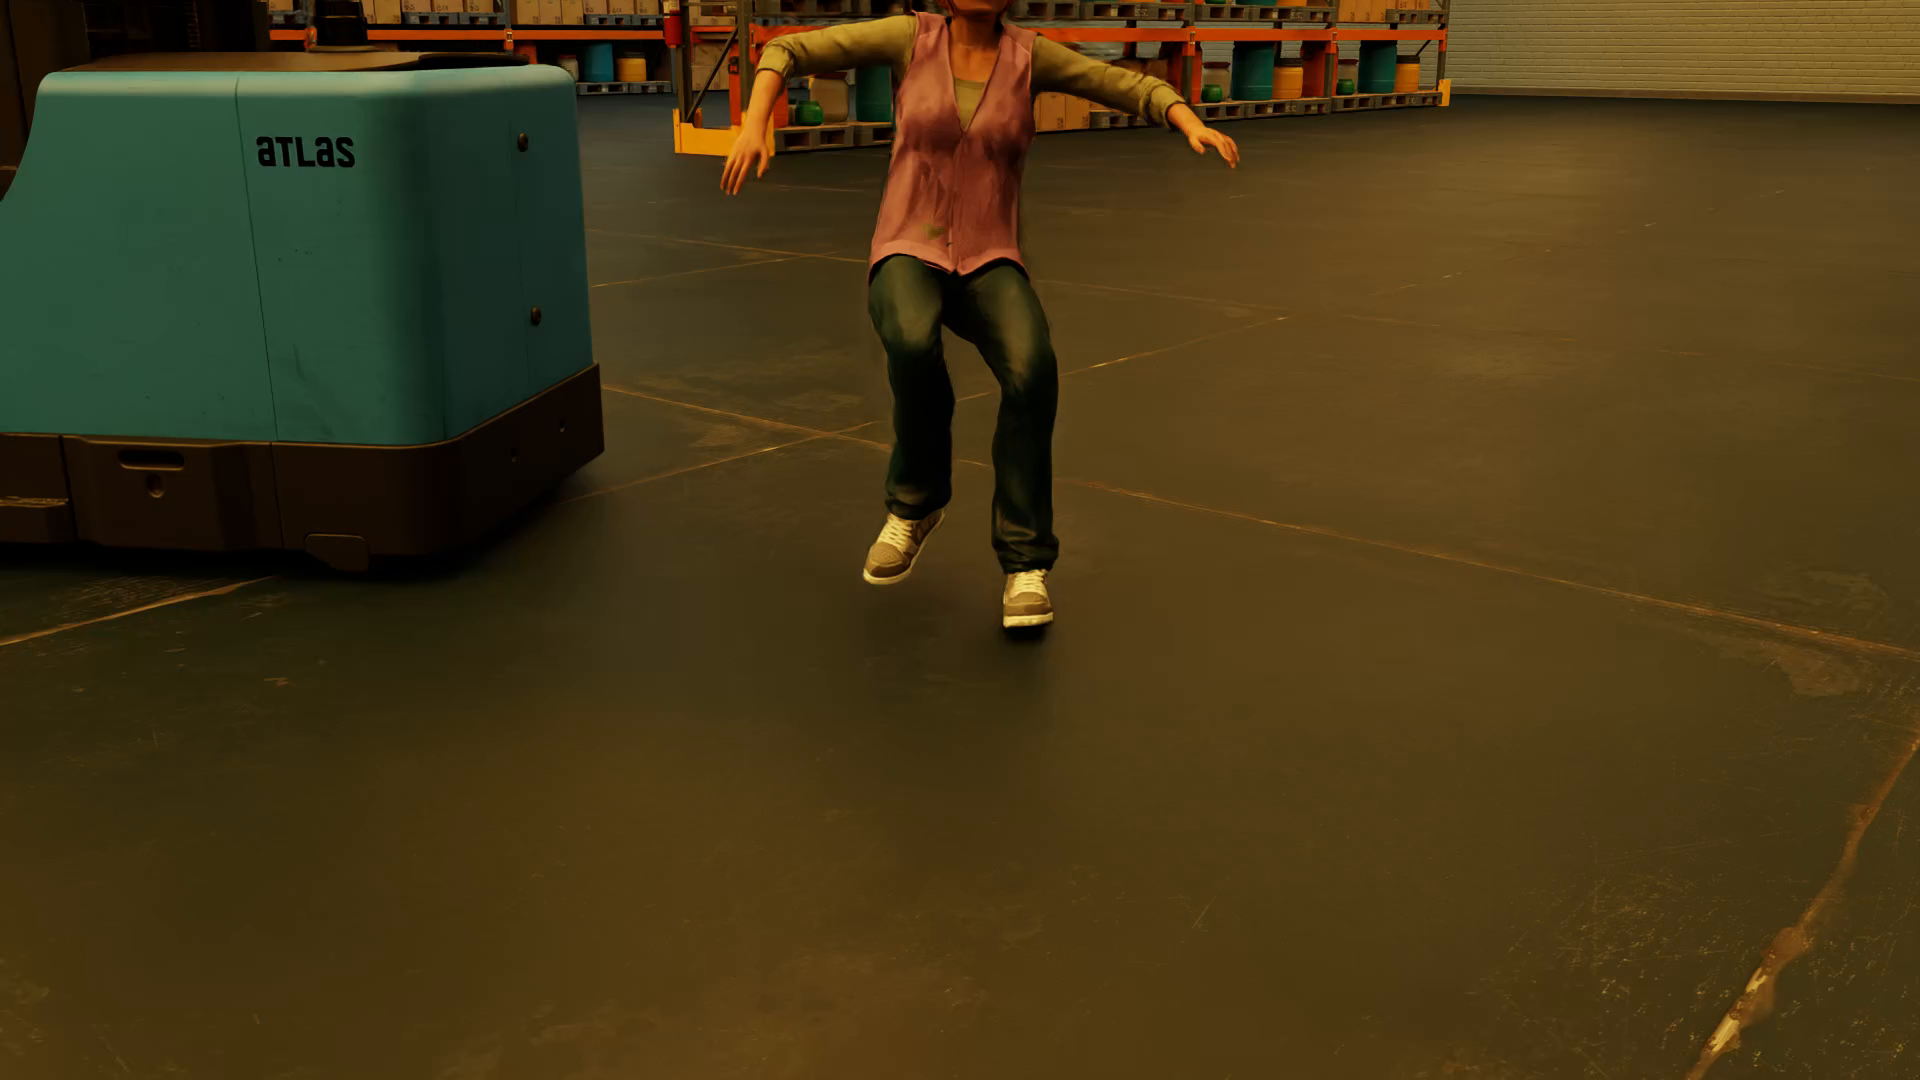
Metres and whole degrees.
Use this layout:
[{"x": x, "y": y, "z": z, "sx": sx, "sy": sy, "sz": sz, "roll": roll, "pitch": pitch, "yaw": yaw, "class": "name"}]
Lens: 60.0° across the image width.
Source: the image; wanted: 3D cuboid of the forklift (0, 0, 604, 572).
[{"x": -2.519, "y": -1.510, "z": 3.869, "sx": 3.031, "sy": 2.935, "sz": 1.130, "roll": 2, "pitch": 17, "yaw": 8, "class": "forklift"}]

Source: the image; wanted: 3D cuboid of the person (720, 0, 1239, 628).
[{"x": 0.024, "y": -0.566, "z": 3.396, "sx": 0.999, "sy": 1.381, "sz": 0.746, "roll": -3, "pitch": 17, "yaw": -11, "class": "person"}]
